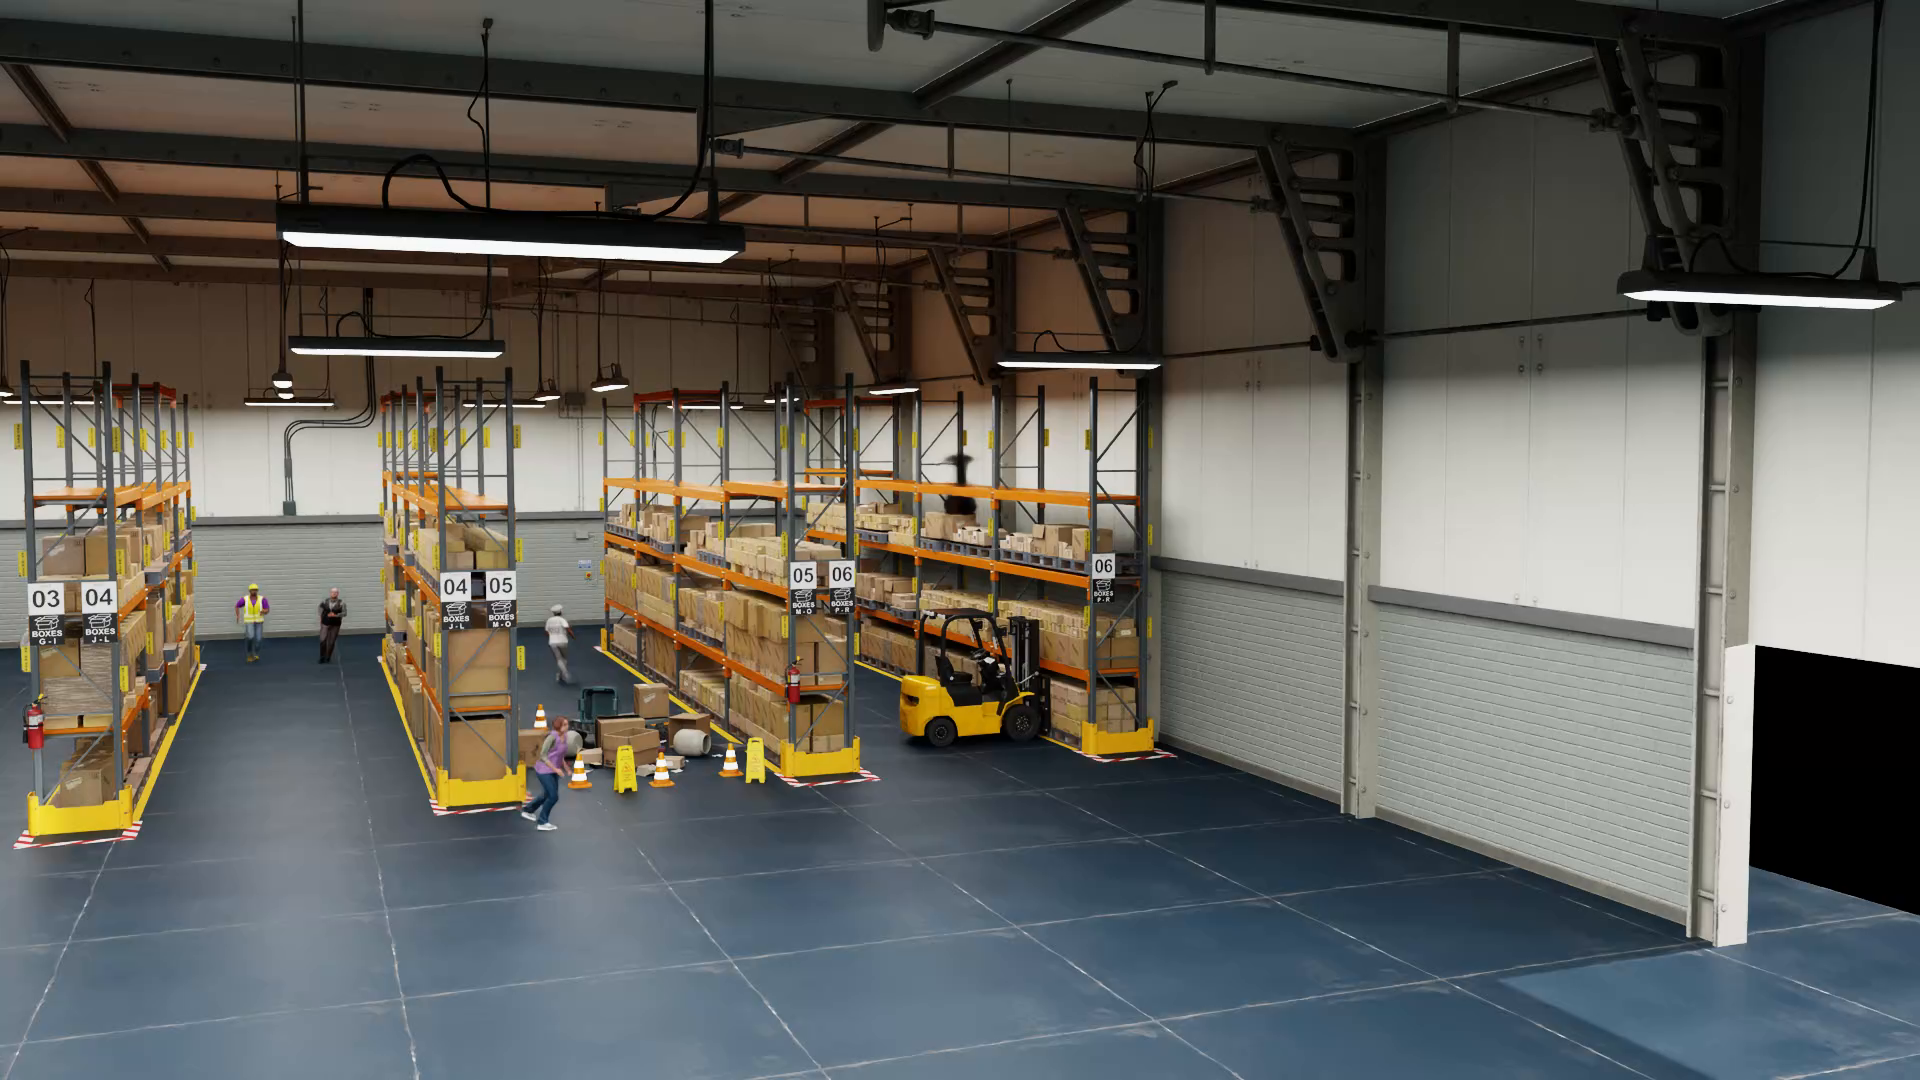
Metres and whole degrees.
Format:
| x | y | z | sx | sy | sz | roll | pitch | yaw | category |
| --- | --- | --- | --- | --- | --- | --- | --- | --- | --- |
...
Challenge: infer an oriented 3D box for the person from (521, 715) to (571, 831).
| x | y | z | sx | sy | sz | roll | pitch | yaw | category |
| --- | --- | --- | --- | --- | --- | --- | --- | --- | --- |
| -5.323 | 2.978 | 21.301 | 0.738 | 1.488 | 0.517 | 1 | 3 | 11 | person |

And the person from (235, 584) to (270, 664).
| x | y | z | sx | sy | sz | roll | pitch | yaw | category |
| --- | --- | --- | --- | --- | --- | --- | --- | --- | --- |
| -15.859 | 1.879 | 37.328 | 0.690 | 1.790 | 0.722 | -2 | 4 | -31 | person |

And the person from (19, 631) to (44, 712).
| x | y | z | sx | sy | sz | roll | pitch | yaw | category |
| --- | --- | --- | --- | --- | --- | --- | --- | --- | --- |
| -17.051 | 2.270 | 30.801 | 0.597 | 1.826 | 0.833 | -1 | 4 | -16 | person |

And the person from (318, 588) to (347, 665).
| x | y | z | sx | sy | sz | roll | pitch | yaw | category |
| --- | --- | --- | --- | --- | --- | --- | --- | --- | --- |
| -14.015 | 1.935 | 37.132 | 0.640 | 1.740 | 0.656 | -1 | 4 | -14 | person |

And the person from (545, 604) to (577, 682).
| x | y | z | sx | sy | sz | roll | pitch | yaw | category |
| --- | --- | --- | --- | --- | --- | --- | --- | --- | --- |
| -8.255 | 2.162 | 34.331 | 0.697 | 1.629 | 0.613 | 0 | 3 | 0 | person |
